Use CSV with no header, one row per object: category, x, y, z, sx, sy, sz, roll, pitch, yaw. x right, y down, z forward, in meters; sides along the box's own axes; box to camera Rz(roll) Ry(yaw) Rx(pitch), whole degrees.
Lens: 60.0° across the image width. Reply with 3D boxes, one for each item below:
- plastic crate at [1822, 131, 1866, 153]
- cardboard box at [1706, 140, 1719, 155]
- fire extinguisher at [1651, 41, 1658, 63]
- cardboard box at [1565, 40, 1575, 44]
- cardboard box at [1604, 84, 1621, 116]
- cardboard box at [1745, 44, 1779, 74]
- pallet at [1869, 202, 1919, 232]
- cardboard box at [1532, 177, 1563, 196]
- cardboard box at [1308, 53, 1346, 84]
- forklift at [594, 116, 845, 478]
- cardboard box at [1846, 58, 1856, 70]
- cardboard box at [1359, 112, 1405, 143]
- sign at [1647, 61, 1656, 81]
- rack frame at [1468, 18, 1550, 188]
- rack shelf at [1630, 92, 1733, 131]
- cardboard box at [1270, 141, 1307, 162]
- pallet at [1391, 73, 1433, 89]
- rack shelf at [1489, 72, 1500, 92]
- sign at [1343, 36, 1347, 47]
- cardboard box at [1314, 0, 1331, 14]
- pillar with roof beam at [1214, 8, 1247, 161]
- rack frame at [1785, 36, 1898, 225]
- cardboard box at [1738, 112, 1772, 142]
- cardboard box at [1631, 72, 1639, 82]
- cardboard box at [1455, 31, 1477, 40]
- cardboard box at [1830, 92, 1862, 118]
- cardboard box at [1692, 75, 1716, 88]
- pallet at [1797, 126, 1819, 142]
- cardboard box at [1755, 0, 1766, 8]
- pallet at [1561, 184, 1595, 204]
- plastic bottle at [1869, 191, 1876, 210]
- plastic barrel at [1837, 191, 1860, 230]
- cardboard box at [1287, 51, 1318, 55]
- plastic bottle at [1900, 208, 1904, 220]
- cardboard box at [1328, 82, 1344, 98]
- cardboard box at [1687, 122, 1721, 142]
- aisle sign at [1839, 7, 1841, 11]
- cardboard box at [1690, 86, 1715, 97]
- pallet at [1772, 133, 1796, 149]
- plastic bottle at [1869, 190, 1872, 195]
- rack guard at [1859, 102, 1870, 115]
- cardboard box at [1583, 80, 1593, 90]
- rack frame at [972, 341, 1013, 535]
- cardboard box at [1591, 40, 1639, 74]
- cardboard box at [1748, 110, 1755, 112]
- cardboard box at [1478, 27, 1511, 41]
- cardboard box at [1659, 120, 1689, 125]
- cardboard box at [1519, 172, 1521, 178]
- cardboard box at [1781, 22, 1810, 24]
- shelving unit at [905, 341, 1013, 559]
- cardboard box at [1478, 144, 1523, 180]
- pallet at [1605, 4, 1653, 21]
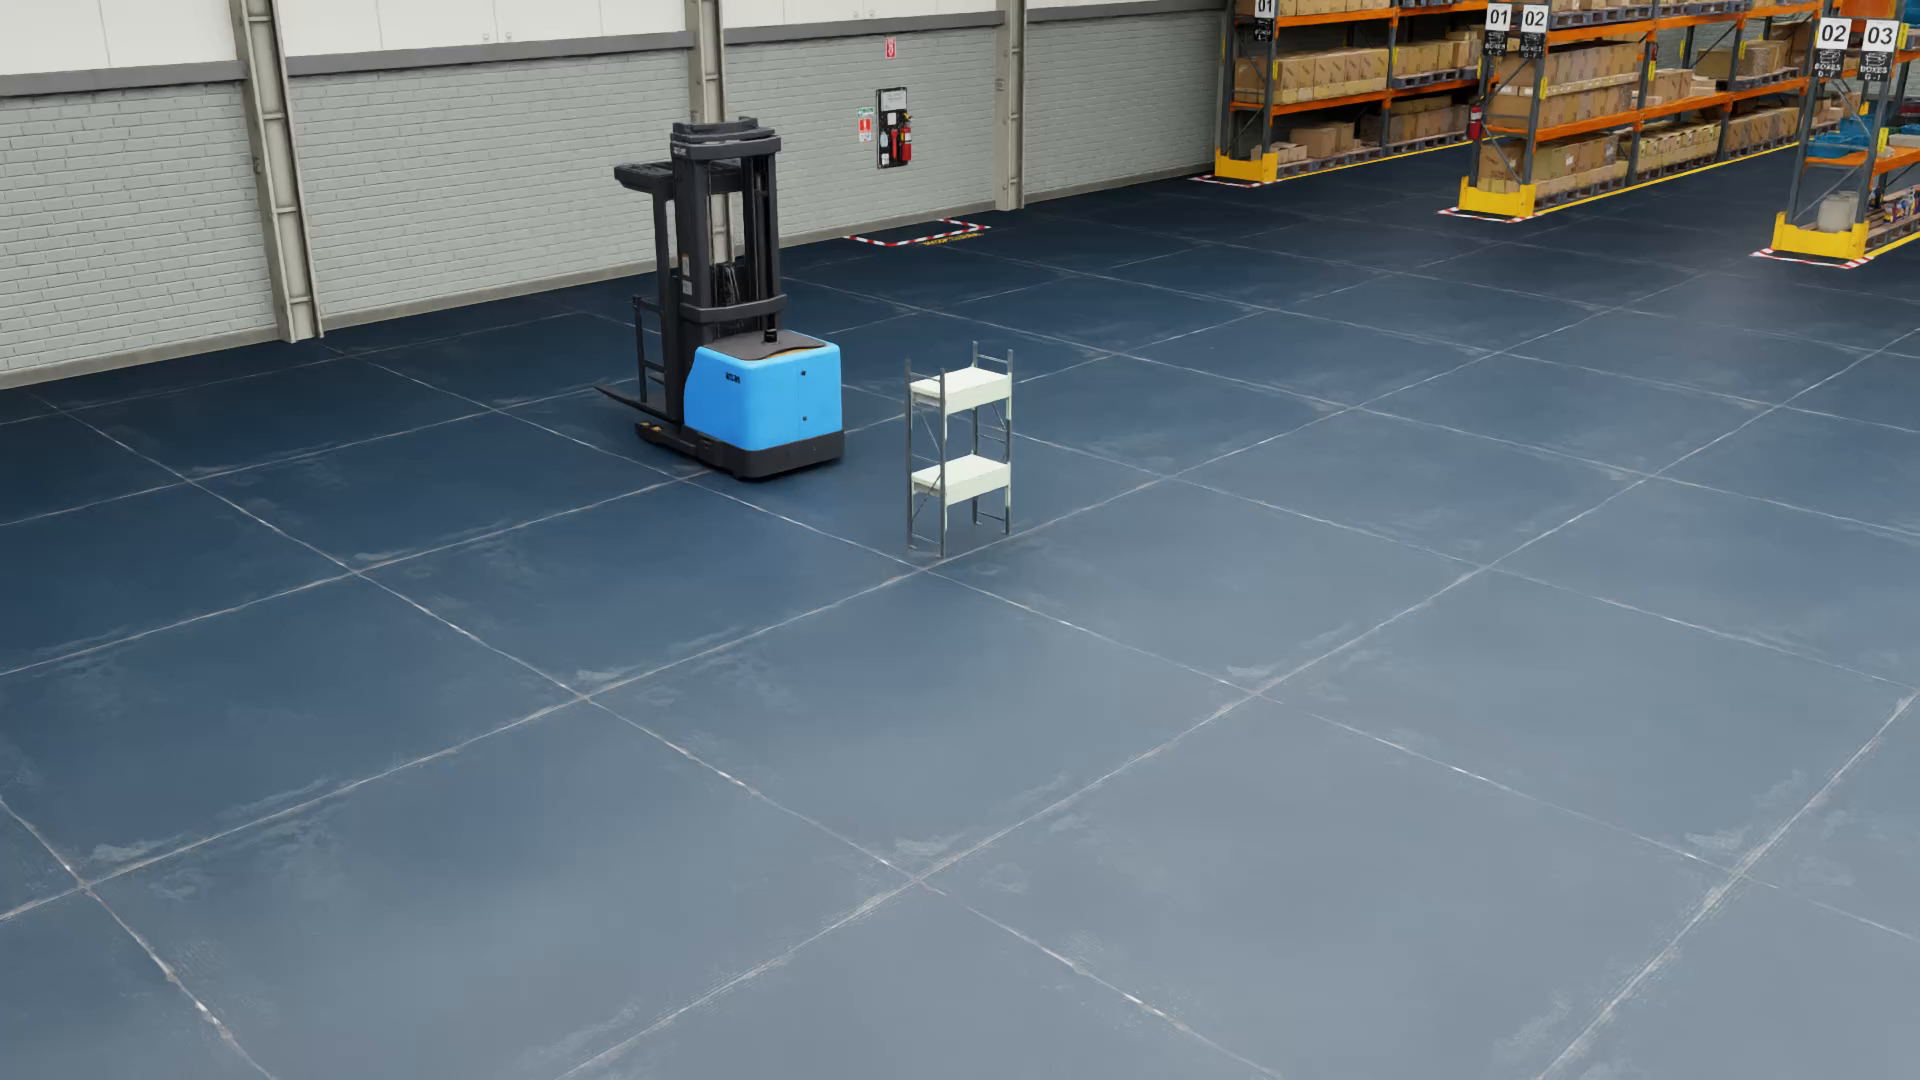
plastic crate,12.810,-5.775,24.127,0.499,0.251,0.408,19,28,41
cardboard box,14.060,-7.489,31.626,0.500,0.250,0.500,-19,28,-41
fire extinguisher,16.717,-11.781,40.173,0.296,0.674,0.183,19,28,41
cardboard box,13.349,-11.053,37.069,0.500,0.500,0.500,19,28,40
cardboard box,10.793,-7.539,28.368,0.700,0.500,0.500,19,28,40
cardboard box,15.854,-9.574,33.079,0.700,0.500,0.500,12,24,27
pallet,14.510,-5.040,25.894,1.003,0.211,1.213,19,28,41
cardboard box,9.551,-5.841,27.337,0.500,0.250,0.500,19,28,41
cardboard box,6.736,-8.684,30.622,0.500,0.500,0.500,-19,28,-40
forklift,-2.376,-2.353,15.111,1.130,2.935,3.031,-17,27,-38
cardboard box,19.004,-10.432,35.895,0.500,0.500,0.500,20,28,41
cardboard box,8.411,-8.216,33.139,0.500,0.500,0.700,-19,28,-40
sign,11.860,-8.047,28.513,0.100,0.325,0.005,19,28,41
rack frame,8.671,-6.717,26.368,1.000,3.000,0.127,19,28,41
rack shelf,12.857,-7.923,30.510,1.077,0.370,4.000,19,28,41
cardboard box,6.064,-7.208,30.780,0.500,0.311,0.500,-17,27,-38
pallet,8.547,-9.054,32.717,1.003,0.211,1.213,19,28,41
rack shelf,12.096,-10.190,36.408,1.077,0.370,4.000,19,28,41
sign,7.510,-9.662,32.418,0.100,0.325,0.005,19,28,41
cardboard box,6.291,-9.699,29.778,0.500,0.500,0.500,-19,28,-40
pillar with roof beam,8.072,-10.075,26.743,9.100,9.000,0.400,19,28,41
rack frame,12.218,-5.476,23.140,1.000,3.000,0.127,19,28,41
cardboard box,15.849,-8.256,33.245,0.500,0.500,0.500,18,27,39
cardboard box,11.425,-7.971,28.588,0.380,0.149,0.250,19,28,41
cardboard box,10.481,-10.470,34.478,0.380,0.149,0.250,15,26,34
cardboard box,19.630,-9.667,36.914,0.500,0.500,0.500,19,28,41
cardboard box,13.967,-8.649,31.520,0.500,0.311,0.500,-18,27,-39
pallet,17.522,-8.676,35.353,1.003,0.211,1.213,19,28,41
cardboard box,14.888,-10.471,31.817,0.910,0.500,0.500,19,28,41
pallet,10.026,-5.934,28.219,1.003,0.211,1.213,19,28,41
plastic bottle,14.133,-5.265,25.781,0.097,0.271,0.097,0,21,0
plastic barrel,12.972,-4.828,24.336,0.421,0.512,0.421,0,21,0
cardboard box,6.363,-8.809,30.949,0.500,0.500,0.500,-20,29,-41
plastic bottle,14.084,-4.902,24.935,0.097,0.201,0.097,0,21,0
cardboard box,6.753,-8.337,30.764,0.500,0.250,0.500,20,28,41
cardboard box,14.063,-7.751,31.525,0.500,0.311,0.500,-19,28,-41
aisle sign,19.670,-12.134,36.839,0.394,0.787,0.004,19,28,41
cardboard box,13.823,-8.355,30.982,0.380,0.149,0.250,19,28,41
pallet,16.502,-8.281,34.325,1.003,0.211,1.213,19,28,41
plastic bottle,14.148,-5.369,25.942,0.185,0.351,0.144,-19,28,-41
rack guard,19.780,-9.643,37.466,1.175,0.500,0.348,19,28,41
cardboard box,10.172,-7.508,27.384,0.380,0.149,0.250,20,28,41
rack frame,0.251,-0.792,13.046,0.400,1.500,0.023,19,28,41
cardboard box,11.157,-8.281,28.492,0.700,0.500,0.500,19,28,41
cardboard box,15.812,-8.510,33.905,0.500,0.500,0.500,20,29,41
cardboard box,11.222,-10.616,34.887,0.500,0.250,0.500,-19,28,-41
cardboard box,13.676,-7.886,31.877,0.500,0.311,0.500,-19,28,-40
cardboard box,9.174,-5.972,27.679,0.500,0.250,0.500,19,28,41
cardboard box,17.565,-10.642,35.047,0.500,0.500,0.500,19,28,40
shelving unit,-0.005,-0.698,12.801,0.431,1.500,0.755,19,28,41
cardboard box,8.832,-6.191,27.204,0.500,0.500,0.500,19,28,41
pallet,10.885,-8.878,27.934,1.003,0.211,1.213,19,28,41
